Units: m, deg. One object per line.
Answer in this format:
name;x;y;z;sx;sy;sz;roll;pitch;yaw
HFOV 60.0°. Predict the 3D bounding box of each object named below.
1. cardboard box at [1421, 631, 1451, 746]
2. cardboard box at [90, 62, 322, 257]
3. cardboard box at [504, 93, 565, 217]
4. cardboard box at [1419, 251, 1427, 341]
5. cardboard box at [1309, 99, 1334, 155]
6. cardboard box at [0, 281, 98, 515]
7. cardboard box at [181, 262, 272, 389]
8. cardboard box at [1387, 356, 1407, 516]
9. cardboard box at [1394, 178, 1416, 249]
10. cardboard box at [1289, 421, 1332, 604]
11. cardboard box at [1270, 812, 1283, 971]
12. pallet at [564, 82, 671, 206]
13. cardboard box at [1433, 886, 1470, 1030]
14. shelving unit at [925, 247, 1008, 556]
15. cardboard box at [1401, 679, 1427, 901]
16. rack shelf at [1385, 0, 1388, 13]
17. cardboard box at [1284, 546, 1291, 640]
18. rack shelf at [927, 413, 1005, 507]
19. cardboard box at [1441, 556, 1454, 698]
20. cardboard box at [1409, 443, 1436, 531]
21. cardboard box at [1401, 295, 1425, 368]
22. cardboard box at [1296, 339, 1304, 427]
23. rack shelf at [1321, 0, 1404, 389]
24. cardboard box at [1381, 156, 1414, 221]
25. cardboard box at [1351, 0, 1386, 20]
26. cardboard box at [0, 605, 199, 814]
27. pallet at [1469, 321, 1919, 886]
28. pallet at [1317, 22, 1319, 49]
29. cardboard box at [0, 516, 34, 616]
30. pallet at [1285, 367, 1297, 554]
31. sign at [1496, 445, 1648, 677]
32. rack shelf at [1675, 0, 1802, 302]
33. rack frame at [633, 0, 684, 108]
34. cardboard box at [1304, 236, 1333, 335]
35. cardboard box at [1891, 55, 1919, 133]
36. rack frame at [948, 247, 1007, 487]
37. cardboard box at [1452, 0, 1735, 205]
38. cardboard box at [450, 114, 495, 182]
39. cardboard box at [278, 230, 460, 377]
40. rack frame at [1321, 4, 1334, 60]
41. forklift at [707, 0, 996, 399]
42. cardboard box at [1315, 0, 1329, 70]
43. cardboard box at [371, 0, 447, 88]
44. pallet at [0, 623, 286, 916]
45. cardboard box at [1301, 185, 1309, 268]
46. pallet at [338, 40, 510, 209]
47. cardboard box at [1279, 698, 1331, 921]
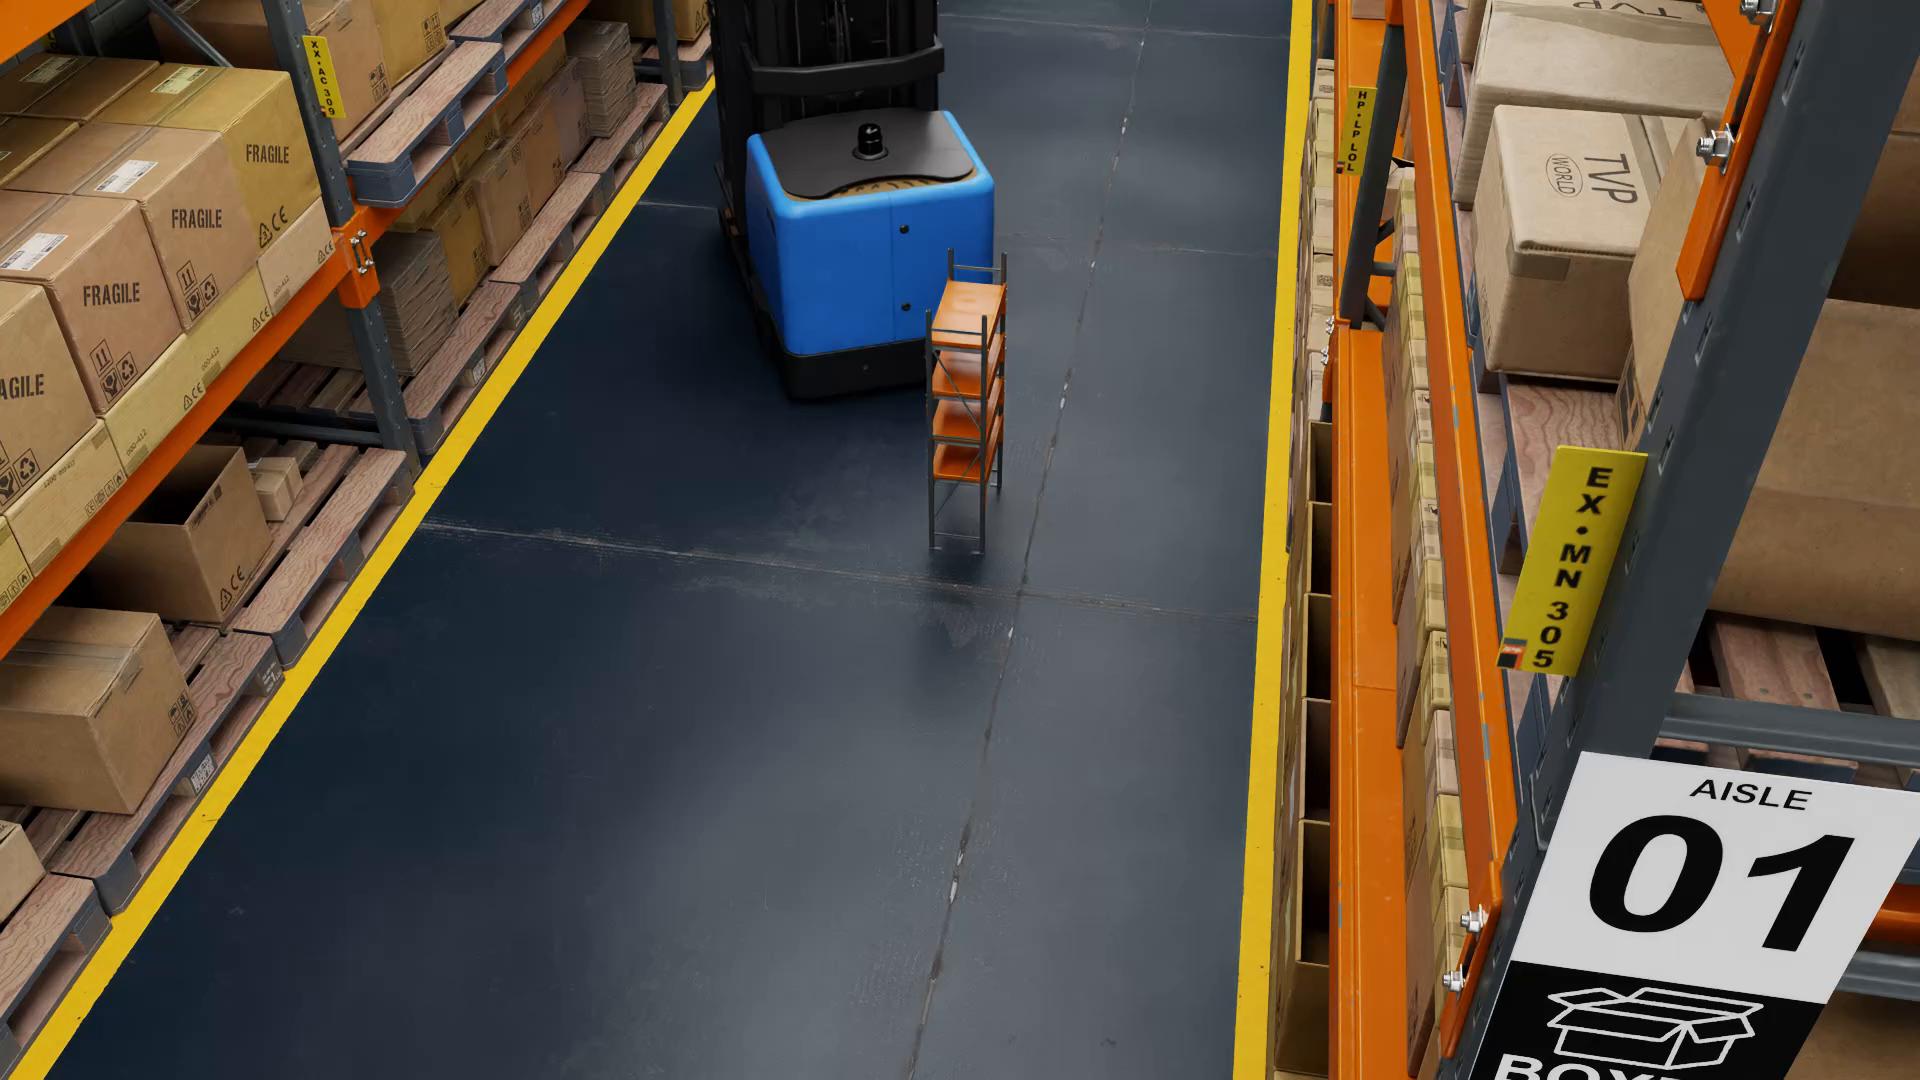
cardboard box;1.276;0.369;3.862;0.380;0.149;0.250;8;40;9
cardboard box;-2.745;-1.396;6.098;0.500;0.500;0.500;6;40;8
cardboard box;-2.611;-2.122;9.079;0.700;0.500;0.500;6;40;7
cardboard box;1.755;-0.887;4.872;0.700;0.500;0.500;6;40;8
cardboard box;2.141;-2.146;8.880;0.500;0.311;0.500;5;40;7
cardboard box;-3.013;-0.441;4.943;0.500;0.500;0.500;8;40;9
cardboard box;-2.846;-0.796;5.960;0.500;0.250;0.500;7;40;8
cardboard box;1.756;-0.372;5.268;0.700;0.500;0.500;6;40;7
cardboard box;1.674;-1.086;5.622;0.380;0.149;0.250;6;40;8
cardboard box;1.523;-0.079;6.231;0.500;0.500;0.500;6;40;8
cardboard box;1.269;1.152;5.331;0.500;0.250;0.500;6;40;8
pallet;-2.413;-2.434;10.028;1.003;0.211;1.213;6;40;8
cardboard box;1.142;0.852;3.278;0.380;0.149;0.250;7;40;9
shelving unit;0.029;-0.566;6.993;0.258;1.200;0.503;6;40;8
cardboard box;1.490;0.595;4.098;0.700;0.500;0.500;7;40;8
rack shelf;2.257;-3.078;6.830;1.077;0.370;4.000;6;40;8
cardboard box;1.532;0.211;6.469;0.500;0.250;0.500;6;40;8
rack shelf;0.029;-0.361;7.163;0.258;0.148;0.480;6;40;8
cardboard box;1.494;0.055;3.732;0.700;0.500;0.500;7;40;8
cardboard box;1.410;-0.113;4.445;0.380;0.149;0.250;6;40;7
cardboard box;1.544;-0.601;5.036;0.380;0.149;0.250;6;40;7
cardboard box;1.787;-0.656;7.518;0.500;0.250;0.500;6;40;7
rack shelf;2.257;-1.922;7.786;1.077;0.370;4.000;6;40;8
cardboard box;1.883;-1.465;6.773;0.396;0.266;0.258;5;40;7
cardboard box;2.258;-2.881;8.450;0.500;0.311;0.500;6;40;7
cardboard box;-3.177;0.579;5.812;0.700;0.500;0.500;4;40;5
pallet;1.367;0.003;2.608;1.003;0.211;1.213;6;40;8
pallet;2.983;-3.608;11.448;1.003;0.211;1.213;6;40;8
cardboard box;-3.093;0.154;4.811;0.500;0.250;0.500;6;40;7
pallet;2.000;-0.336;7.491;1.003;0.211;1.213;6;40;8
sign;0.687;0.031;1.872;0.100;0.325;0.005;6;40;8
rack shelf;1.565;-1.570;2.965;1.077;0.370;4.000;6;40;8
rack frame;-2.276;-3.999;9.732;1.000;3.000;0.127;6;40;8
cardboard box;1.872;-1.189;7.722;0.500;0.311;0.500;6;40;8
cardboard box;1.776;-0.857;3.060;0.500;0.500;0.500;6;40;8
rack frame;0.071;-0.719;7.179;0.240;1.200;0.015;6;40;8
cardboard box;1.255;-0.872;3.228;0.500;0.311;0.500;11;41;13
cardboard box;-2.698;-2.051;8.405;0.500;0.250;0.500;5;40;6
cardboard box;-2.857;-1.158;7.913;0.700;0.500;0.500;8;40;9
rack frame;2.604;-3.455;9.075;1.000;3.000;0.127;6;40;8
forklift;-0.716;-2.754;8.280;1.130;2.935;3.031;-10;41;-12
cardboard box;2.534;-3.274;10.472;0.500;0.500;0.500;8;40;9
cardboard box;-2.743;-2.362;7.329;0.700;0.500;0.500;10;41;12
pallet;-3.258;0.780;6.141;1.003;0.211;1.213;6;40;8
cardboard box;2.054;-1.618;8.681;0.500;0.250;0.500;5;40;6
pallet;-2.693;-1.878;7.318;1.003;0.211;1.213;6;40;8
cardboard box;1.265;0.863;5.093;0.500;0.500;0.500;6;40;8
